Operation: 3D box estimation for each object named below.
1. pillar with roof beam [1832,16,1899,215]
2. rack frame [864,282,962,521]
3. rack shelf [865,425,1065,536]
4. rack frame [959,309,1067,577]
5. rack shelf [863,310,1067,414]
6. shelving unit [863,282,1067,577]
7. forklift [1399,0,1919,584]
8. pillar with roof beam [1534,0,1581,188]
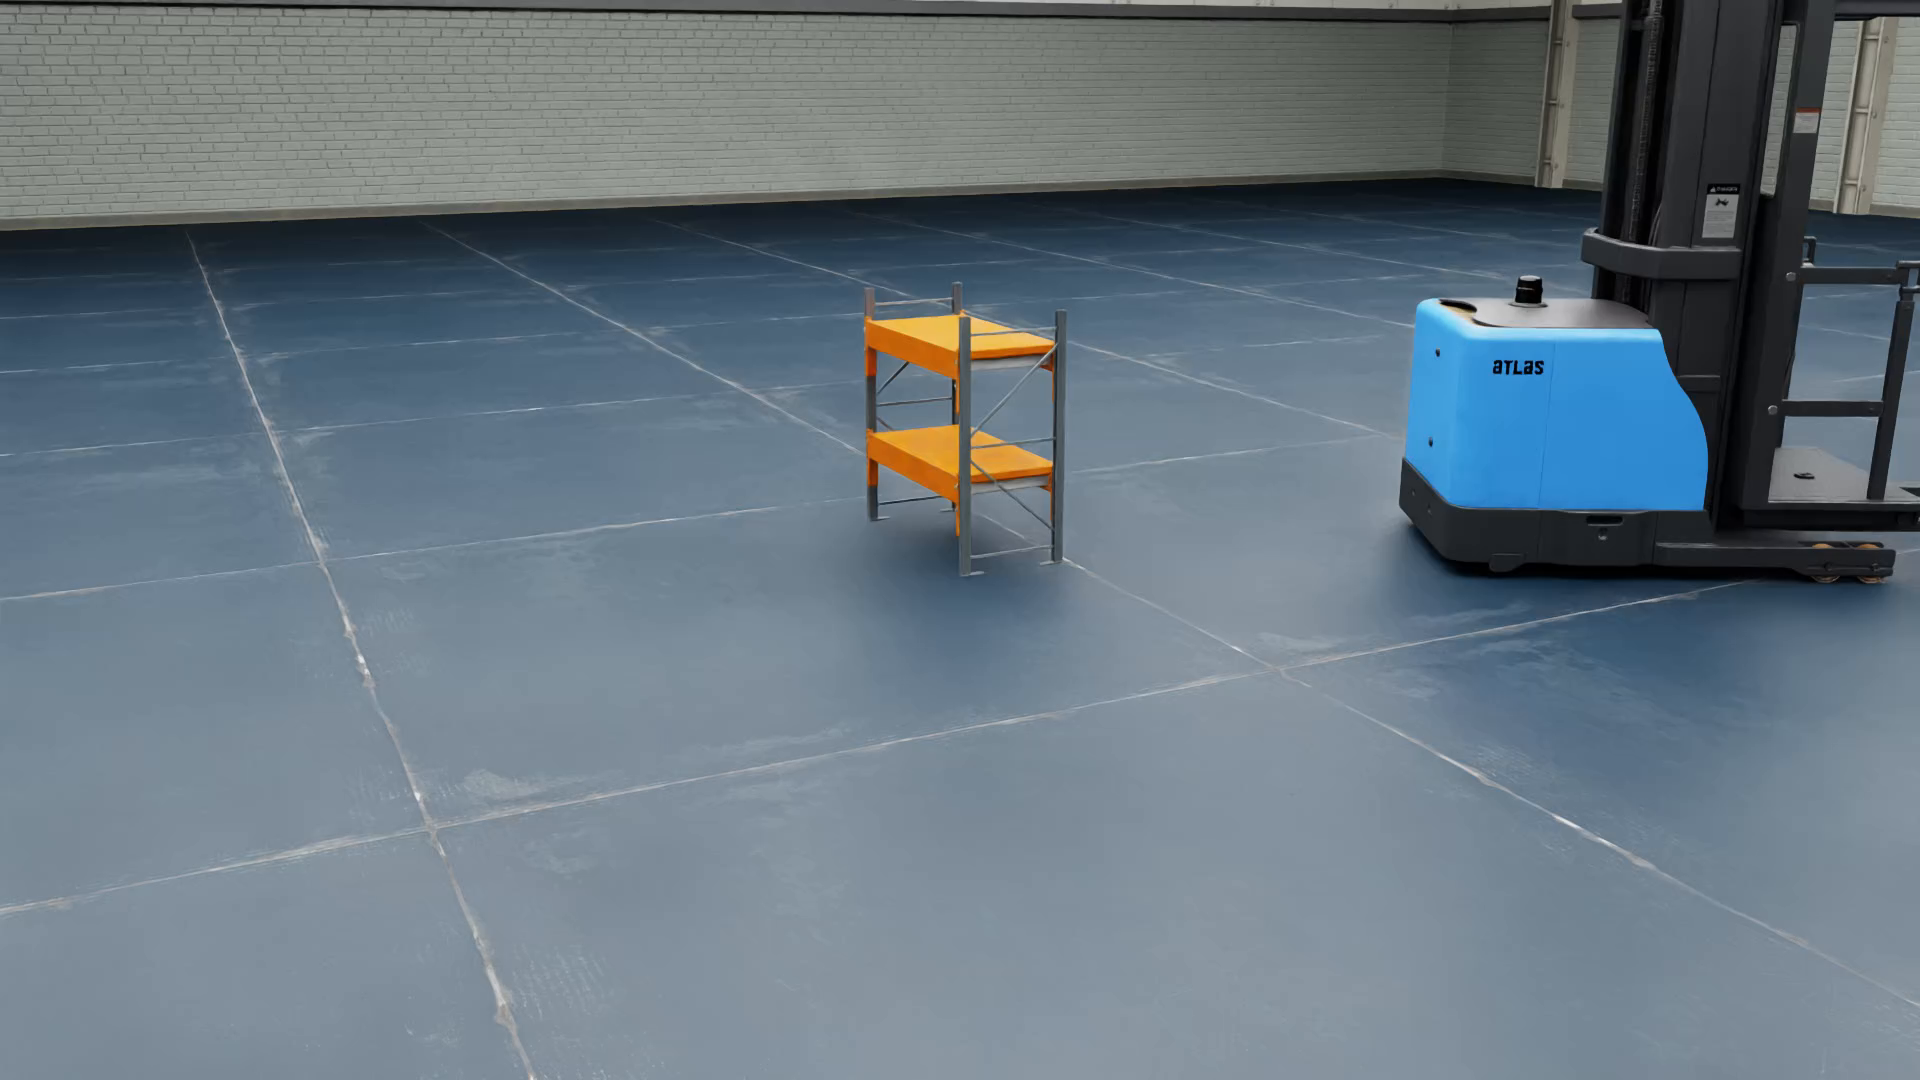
[{"bbox_3d":[9.281,-8.623,21.484,9.100,9.000,0.400,-8,18,-25],"label":"pillar with roof beam"},{"bbox_3d":[-0.220,-0.665,8.029,0.500,1.125,0.032,-8,18,-25],"label":"rack frame"},{"bbox_3d":[0.003,-0.304,7.657,0.538,0.278,1.000,-8,18,-25],"label":"rack shelf"},{"bbox_3d":[0.226,-0.413,7.150,0.500,1.125,0.032,-8,18,-25],"label":"rack frame"},{"bbox_3d":[0.003,-0.820,7.509,0.538,0.278,1.000,-8,18,-25],"label":"rack shelf"},{"bbox_3d":[0.003,-0.539,7.590,0.538,1.125,1.048,-8,18,-25],"label":"shelving unit"},{"bbox_3d":[3.628,-1.373,7.221,3.031,2.935,1.130,1,16,2],"label":"forklift"},{"bbox_3d":[6.653,-10.111,26.669,9.100,9.000,0.400,-8,18,-25],"label":"pillar with roof beam"}]
